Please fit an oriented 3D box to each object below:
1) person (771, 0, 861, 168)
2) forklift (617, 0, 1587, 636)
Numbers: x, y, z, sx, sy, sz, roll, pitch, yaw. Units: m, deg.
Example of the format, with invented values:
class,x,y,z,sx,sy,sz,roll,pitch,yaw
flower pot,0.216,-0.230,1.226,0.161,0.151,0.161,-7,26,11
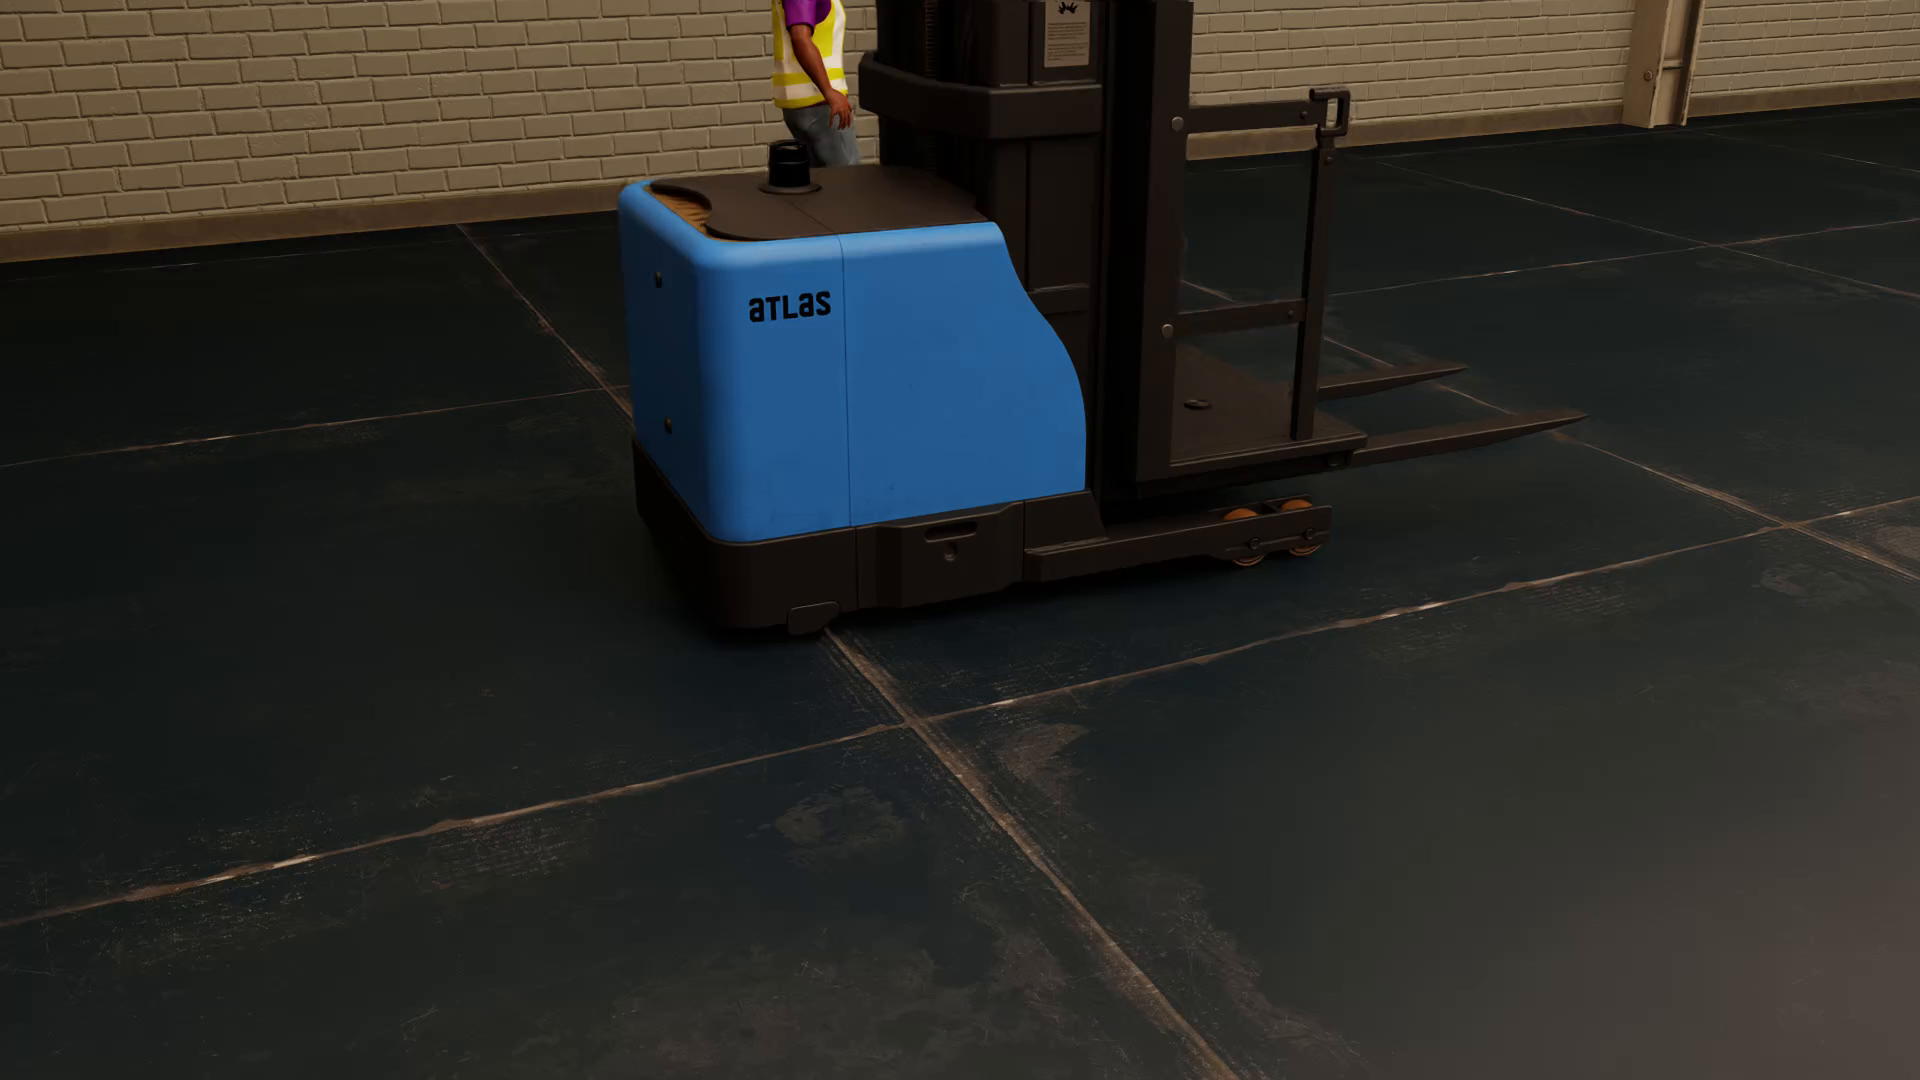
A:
class,x,y,z,sx,sy,sz,roll,pitch,yaw
person,-0.612,-2.037,7.735,0.521,1.748,0.794,-8,24,-20
forklift,0.564,-1.453,4.784,3.031,2.935,1.130,-9,24,-21
